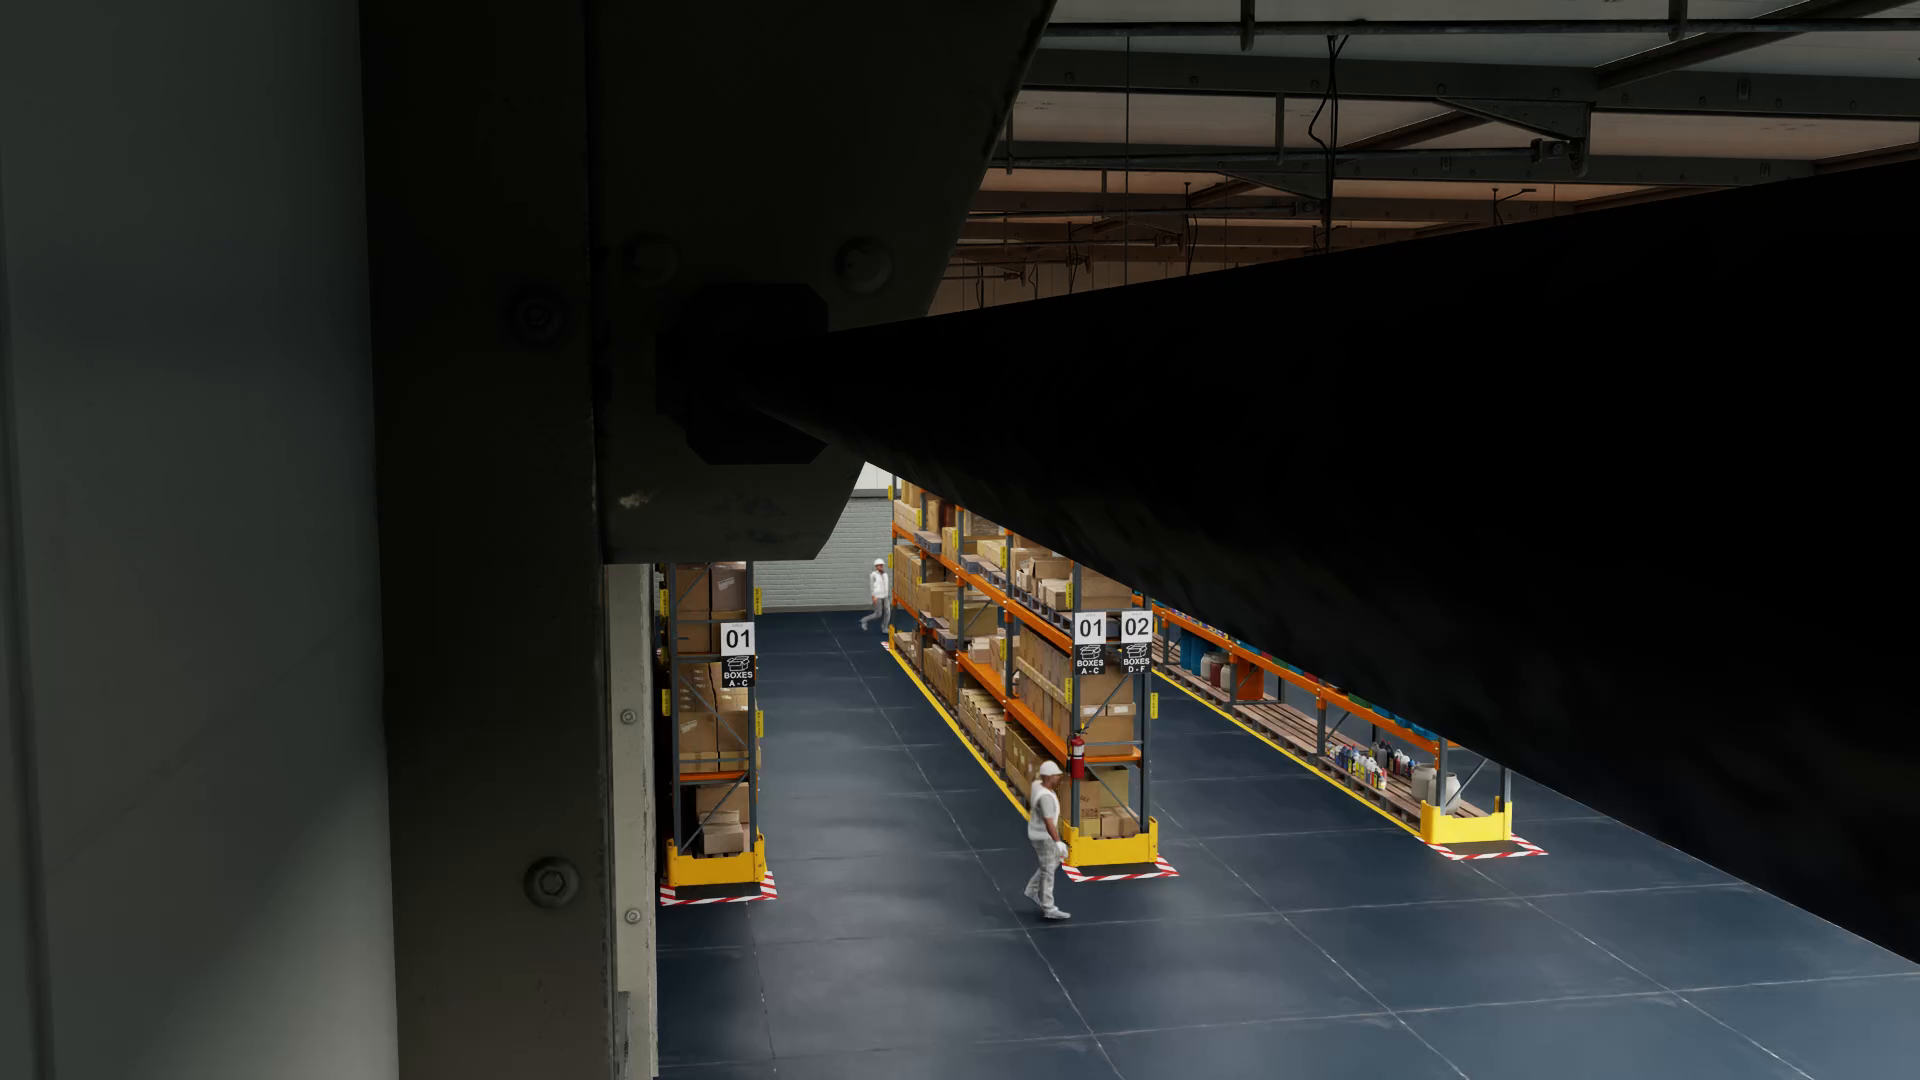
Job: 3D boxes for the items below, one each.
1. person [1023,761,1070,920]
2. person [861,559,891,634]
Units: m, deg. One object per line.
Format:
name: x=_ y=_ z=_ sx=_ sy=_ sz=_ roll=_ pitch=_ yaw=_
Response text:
person: x=0.989 y=3.400 z=18.983 sx=0.526 sy=1.783 sz=0.749 roll=0 pitch=6 yaw=-1
person: x=-1.894 y=1.297 z=38.472 sx=0.742 sy=1.733 sz=0.567 roll=3 pitch=7 yaw=28
